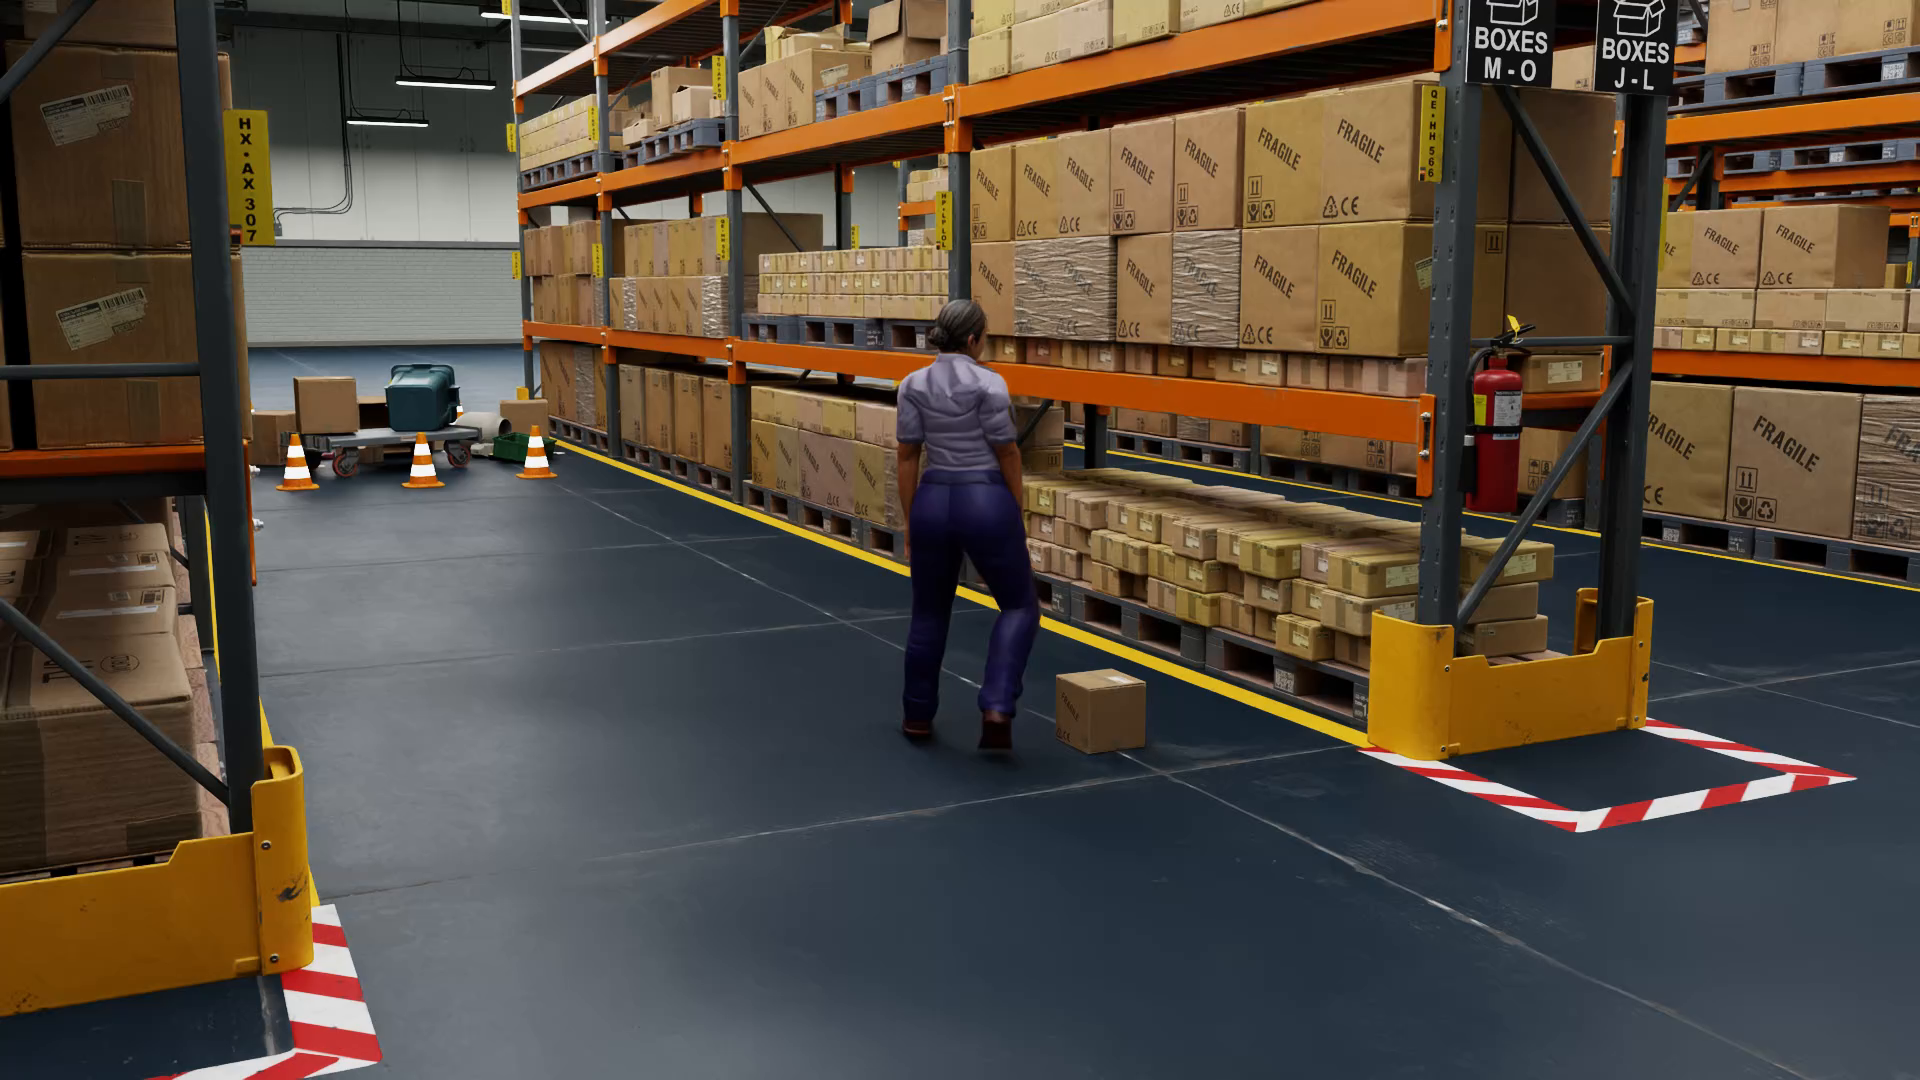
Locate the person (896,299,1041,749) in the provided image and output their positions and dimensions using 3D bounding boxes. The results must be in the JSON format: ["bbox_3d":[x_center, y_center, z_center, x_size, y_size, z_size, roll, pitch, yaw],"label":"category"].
[{"bbox_3d":[-0.013,-0.051,6.123,0.597,1.657,0.430,4,10,27],"label":"person"}]
